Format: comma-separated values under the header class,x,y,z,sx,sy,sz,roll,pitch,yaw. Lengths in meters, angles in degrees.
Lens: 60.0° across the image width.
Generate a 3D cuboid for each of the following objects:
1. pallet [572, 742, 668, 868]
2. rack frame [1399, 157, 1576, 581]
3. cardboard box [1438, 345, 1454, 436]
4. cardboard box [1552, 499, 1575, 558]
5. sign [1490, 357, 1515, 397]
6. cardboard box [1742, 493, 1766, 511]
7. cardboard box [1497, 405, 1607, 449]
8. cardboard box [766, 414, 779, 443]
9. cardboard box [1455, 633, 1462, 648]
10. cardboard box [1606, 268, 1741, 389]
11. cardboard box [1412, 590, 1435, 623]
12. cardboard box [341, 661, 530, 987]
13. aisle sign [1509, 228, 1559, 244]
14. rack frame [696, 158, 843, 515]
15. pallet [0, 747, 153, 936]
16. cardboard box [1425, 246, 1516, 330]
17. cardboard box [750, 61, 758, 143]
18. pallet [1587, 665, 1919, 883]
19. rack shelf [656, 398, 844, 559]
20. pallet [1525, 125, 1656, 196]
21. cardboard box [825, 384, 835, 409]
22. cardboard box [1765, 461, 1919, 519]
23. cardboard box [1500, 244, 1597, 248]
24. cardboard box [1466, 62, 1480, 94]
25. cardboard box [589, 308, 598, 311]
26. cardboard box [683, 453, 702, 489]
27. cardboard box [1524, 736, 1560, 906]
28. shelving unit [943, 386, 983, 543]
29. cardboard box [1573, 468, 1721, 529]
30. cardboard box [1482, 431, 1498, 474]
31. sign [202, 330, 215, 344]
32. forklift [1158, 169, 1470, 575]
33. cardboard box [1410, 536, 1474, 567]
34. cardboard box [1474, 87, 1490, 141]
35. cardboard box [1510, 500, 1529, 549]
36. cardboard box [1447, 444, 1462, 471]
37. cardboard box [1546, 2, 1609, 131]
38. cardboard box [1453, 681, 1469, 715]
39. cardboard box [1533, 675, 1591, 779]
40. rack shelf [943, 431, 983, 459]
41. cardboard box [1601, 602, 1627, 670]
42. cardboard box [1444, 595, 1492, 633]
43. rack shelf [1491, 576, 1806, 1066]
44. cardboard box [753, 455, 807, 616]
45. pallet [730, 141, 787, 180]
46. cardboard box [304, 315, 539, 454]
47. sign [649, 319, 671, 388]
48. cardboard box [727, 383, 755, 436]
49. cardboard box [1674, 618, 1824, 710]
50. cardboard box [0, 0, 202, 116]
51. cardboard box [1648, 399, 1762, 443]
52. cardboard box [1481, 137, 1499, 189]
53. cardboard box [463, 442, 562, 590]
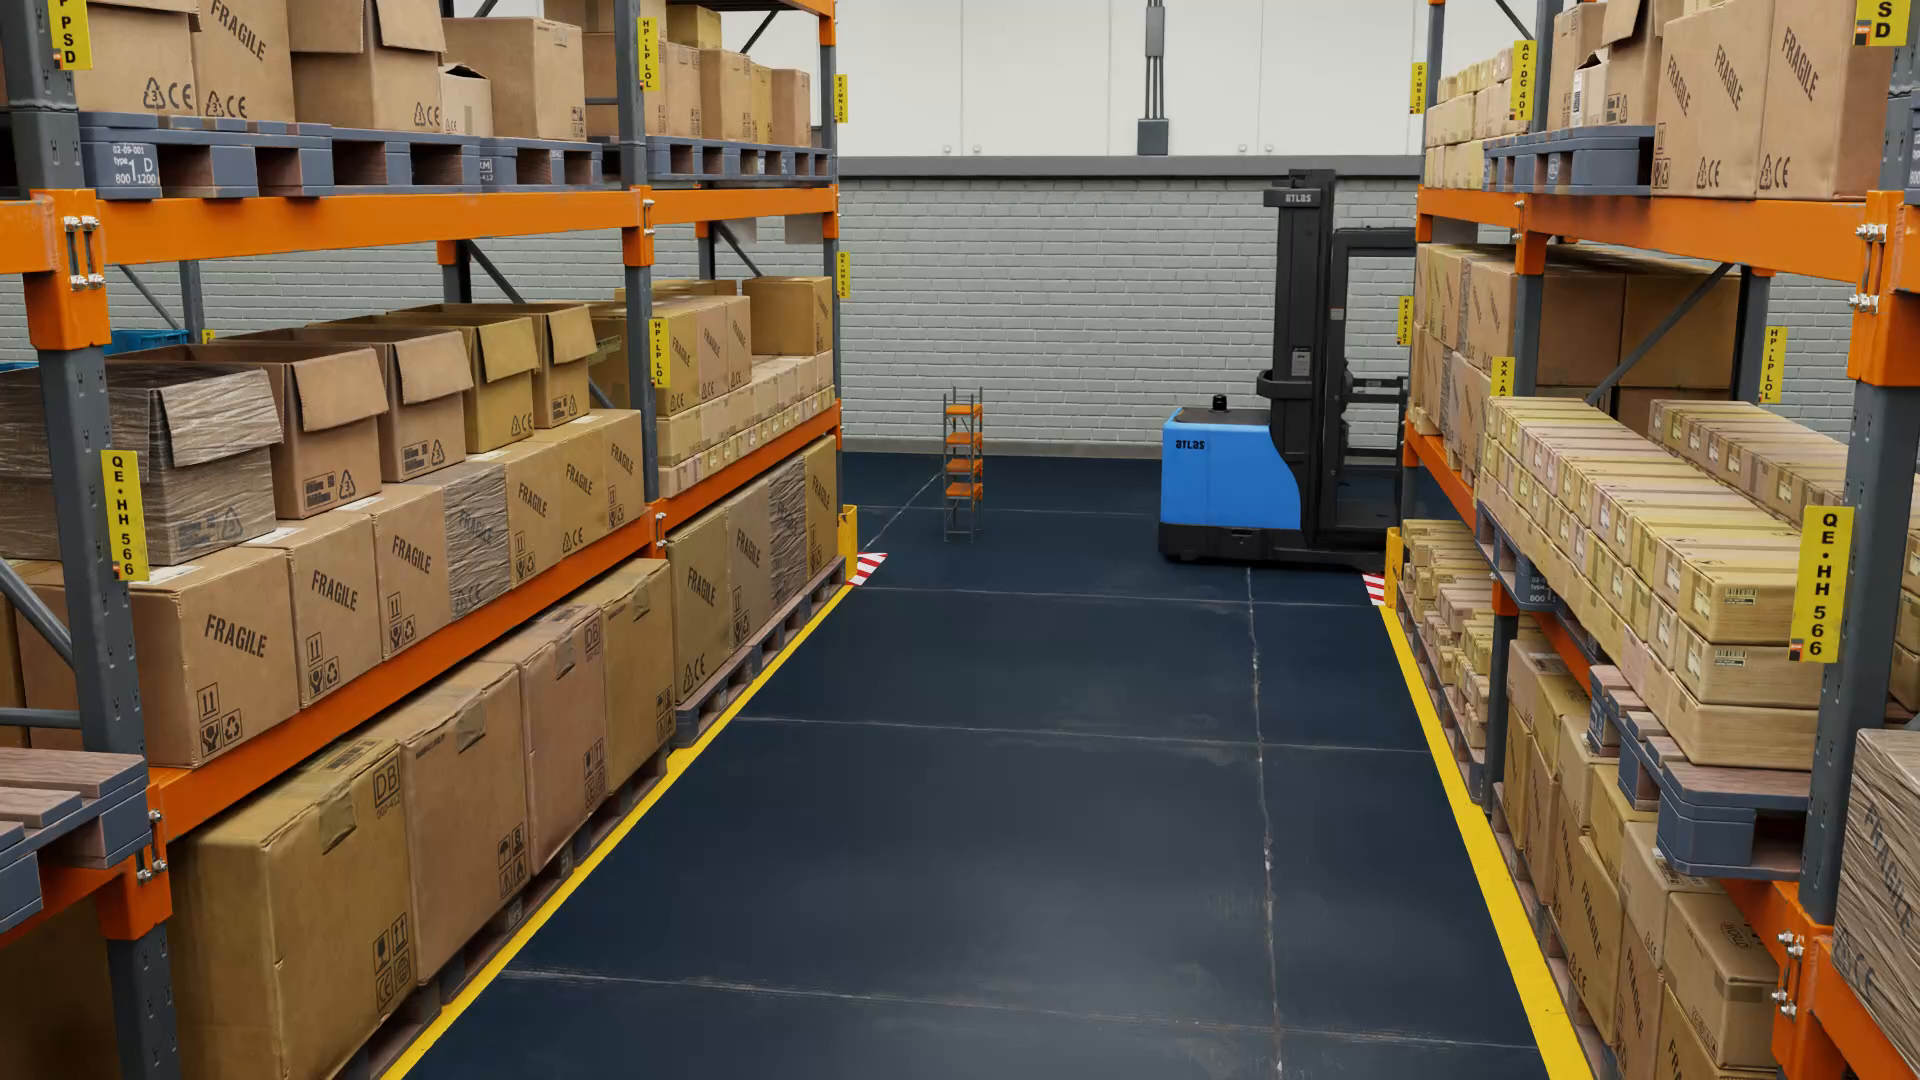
class,x,y,z,sx,sy,sz,roll,pitch,yaw
pallet,-2.020,1.147,7.671,1.003,0.211,1.213,2,12,9
rack frame,3.525,-1.030,11.155,1.000,3.000,0.127,2,12,9
cardboard box,2.965,-0.820,9.235,0.500,0.500,0.500,2,12,7
cardboard box,2.156,-0.033,5.420,0.380,0.149,0.250,2,12,8
sign,2.372,-0.637,7.274,0.100,0.325,0.005,2,12,9
cardboard box,2.844,-0.062,5.554,0.380,0.149,0.250,2,12,9
cardboard box,2.358,-0.446,6.629,0.380,0.149,0.250,2,12,10
cardboard box,-1.325,-0.686,10.155,0.380,0.149,0.250,2,12,10
cardboard box,2.852,0.553,8.869,0.380,0.149,0.250,2,12,10
cardboard box,3.220,-0.967,7.543,0.500,0.500,0.500,2,12,10
cardboard box,2.990,0.415,10.216,0.380,0.149,0.250,2,12,9
cardboard box,-2.320,0.958,5.974,1.225,0.875,0.875,2,12,9
aisle sign,3.833,-2.307,10.906,0.394,0.787,0.004,2,12,9
rack frame,-1.361,-1.212,11.998,1.000,3.000,0.127,2,12,9
pallet,-2.595,0.699,3.586,1.213,0.211,1.003,2,12,9
cardboard box,3.122,-1.523,10.125,0.500,0.500,0.500,2,12,10
cardboard box,-1.625,-2.649,10.074,0.700,0.500,0.500,1,12,5
pallet,2.299,0.577,4.152,1.213,0.211,1.003,2,12,9
rack shelf,-1.668,-0.444,10.142,1.077,0.370,4.000,2,12,9
pallet,2.553,-1.231,5.412,1.213,0.211,1.003,2,12,9
cardboard box,-1.090,-1.005,11.631,0.380,0.149,0.250,2,12,10
cardboard box,2.800,-0.154,5.274,0.380,0.149,0.250,2,12,8
cardboard box,3.700,-1.610,10.528,0.500,0.500,0.500,2,12,7
cardboard box,2.880,-2.428,8.740,0.380,0.149,0.250,2,12,8
cardboard box,-2.169,-0.923,8.524,0.500,0.500,0.500,2,12,10
cardboard box,-1.561,-0.362,8.650,0.380,0.149,0.250,1,12,7
cardboard box,2.454,1.074,6.325,0.500,0.500,0.500,2,12,11
shelving unit,0.025,-0.621,13.527,0.258,1.200,0.503,2,12,9
cardboard box,2.118,-0.124,5.138,0.380,0.149,0.250,2,12,11
cardboard box,2.395,-0.359,6.931,0.380,0.149,0.250,2,12,10
sign,-5.709,-1.438,12.658,0.100,0.325,0.005,2,12,9
forklift,3.090,-1.290,12.520,3.031,2.935,1.130,3,12,13
cardboard box,3.020,0.075,10.385,0.380,0.149,0.250,2,12,8
cardboard box,2.896,-2.156,8.427,0.500,0.250,0.500,2,12,11
cardboard box,2.276,-0.051,6.210,0.380,0.149,0.250,2,12,9
cardboard box,2.892,-0.470,9.150,0.380,0.149,0.250,2,12,10
cardboard box,2.743,-1.843,6.571,0.700,0.500,0.500,2,12,9
cardboard box,2.733,0.789,8.481,0.380,0.149,0.250,1,12,7
cardboard box,2.455,0.708,6.242,0.500,0.250,0.500,2,12,10
rack shelf,0.025,-0.774,13.494,0.258,0.148,0.480,2,12,9
cardboard box,2.037,0.278,4.683,0.380,0.149,0.250,2,12,8
cardboard box,2.806,0.400,8.876,0.380,0.149,0.250,1,12,6
rack shelf,2.602,0.570,5.435,1.077,0.370,4.000,2,12,9
cardboard box,-1.520,-0.054,10.668,0.875,0.875,0.875,2,12,9
pallet,-1.650,-2.226,9.791,1.003,0.211,1.213,2,12,9
cardboard box,-2.183,-0.643,6.739,0.797,0.503,0.637,2,12,9
sign,-1.438,-0.891,7.949,0.100,0.325,0.005,2,12,9
cardboard box,-1.489,-0.752,9.514,0.500,0.250,0.500,2,12,10
cardboard box,1.920,0.289,3.924,0.380,0.149,0.250,2,12,10
cardboard box,-2.568,-1.398,4.500,0.797,0.503,0.637,3,12,12
cardboard box,3.041,-0.481,6.794,0.380,0.149,0.250,2,12,11
cardboard box,2.807,-1.805,7.986,0.500,0.250,0.500,2,12,8
cardboard box,-1.934,-0.110,6.648,0.500,0.500,0.500,2,12,8
